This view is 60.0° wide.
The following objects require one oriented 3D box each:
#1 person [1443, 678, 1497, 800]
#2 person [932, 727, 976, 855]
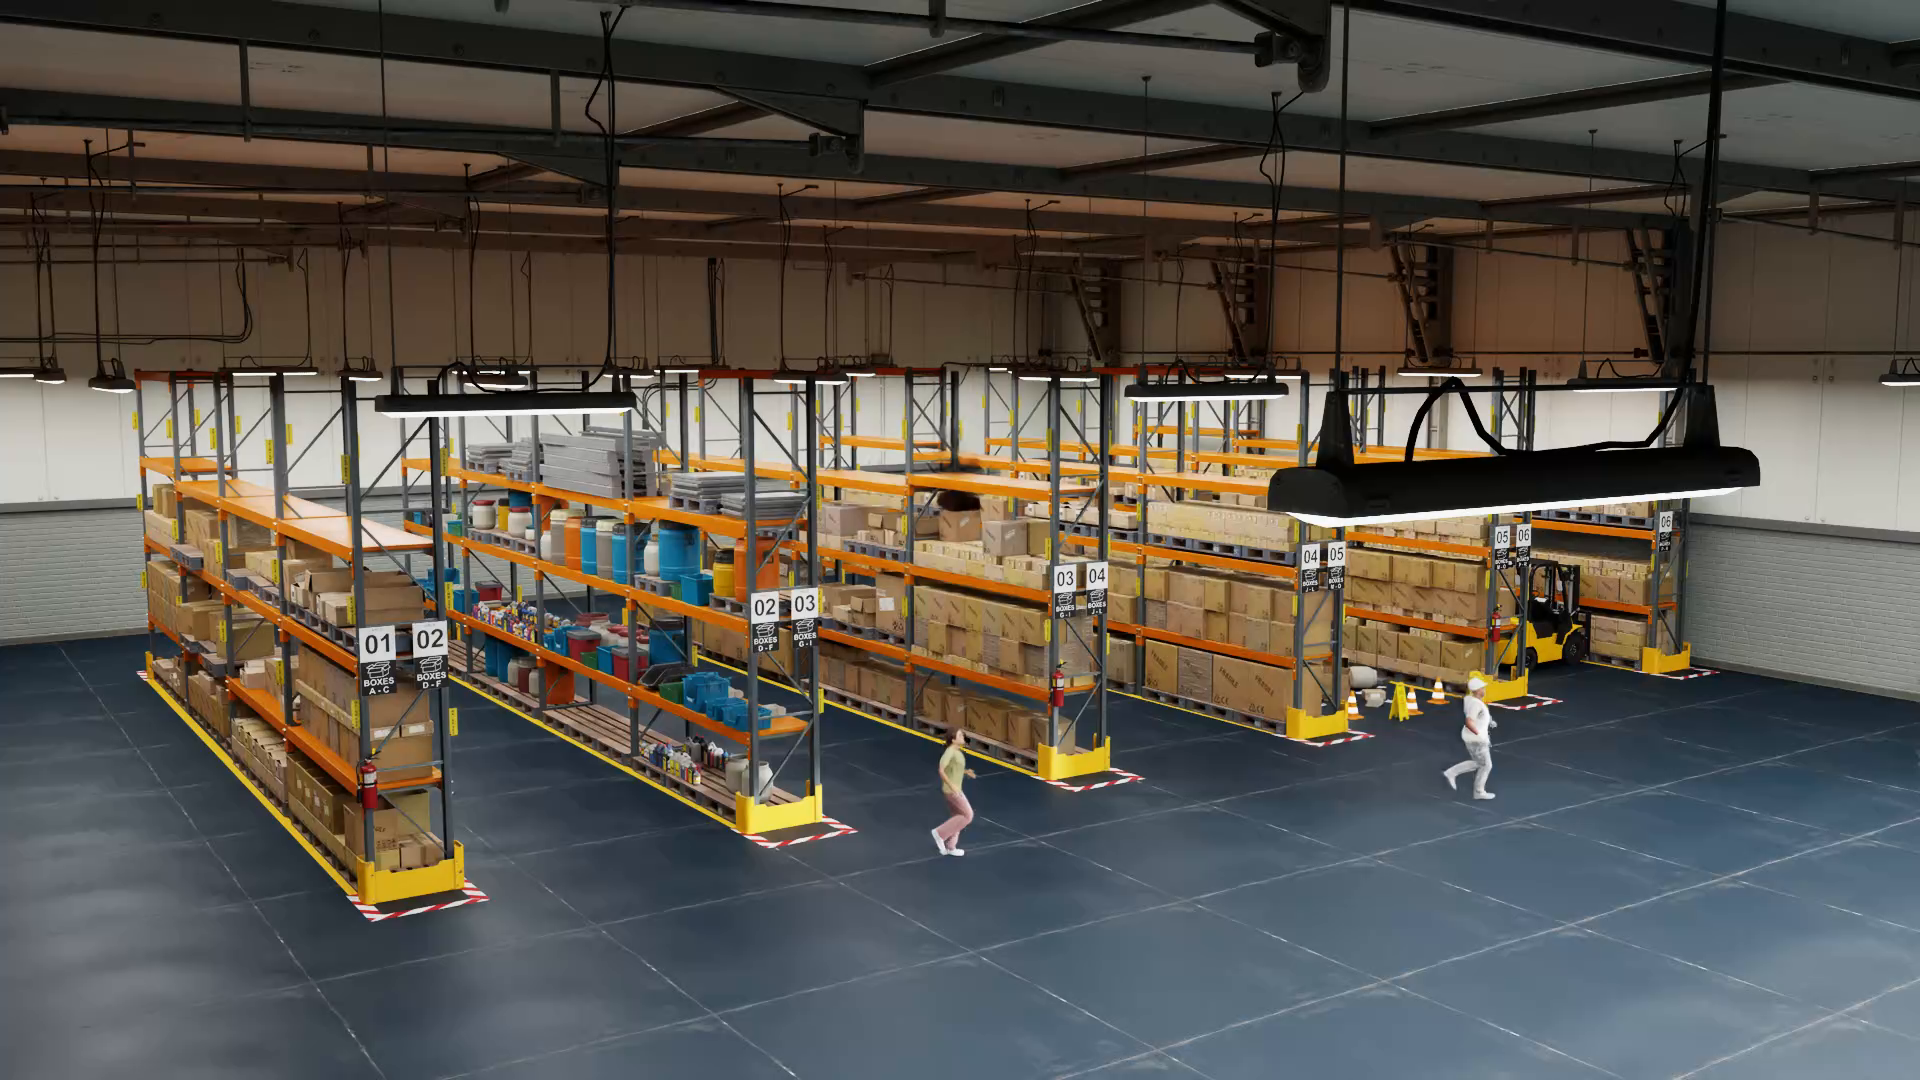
[{"bbox_3d":[7.246,2.810,23.539,0.730,1.746,0.683,1,6,7],"label":"person"},{"bbox_3d":[-0.073,3.161,20.989,0.562,1.637,0.569,0,6,1],"label":"person"}]
